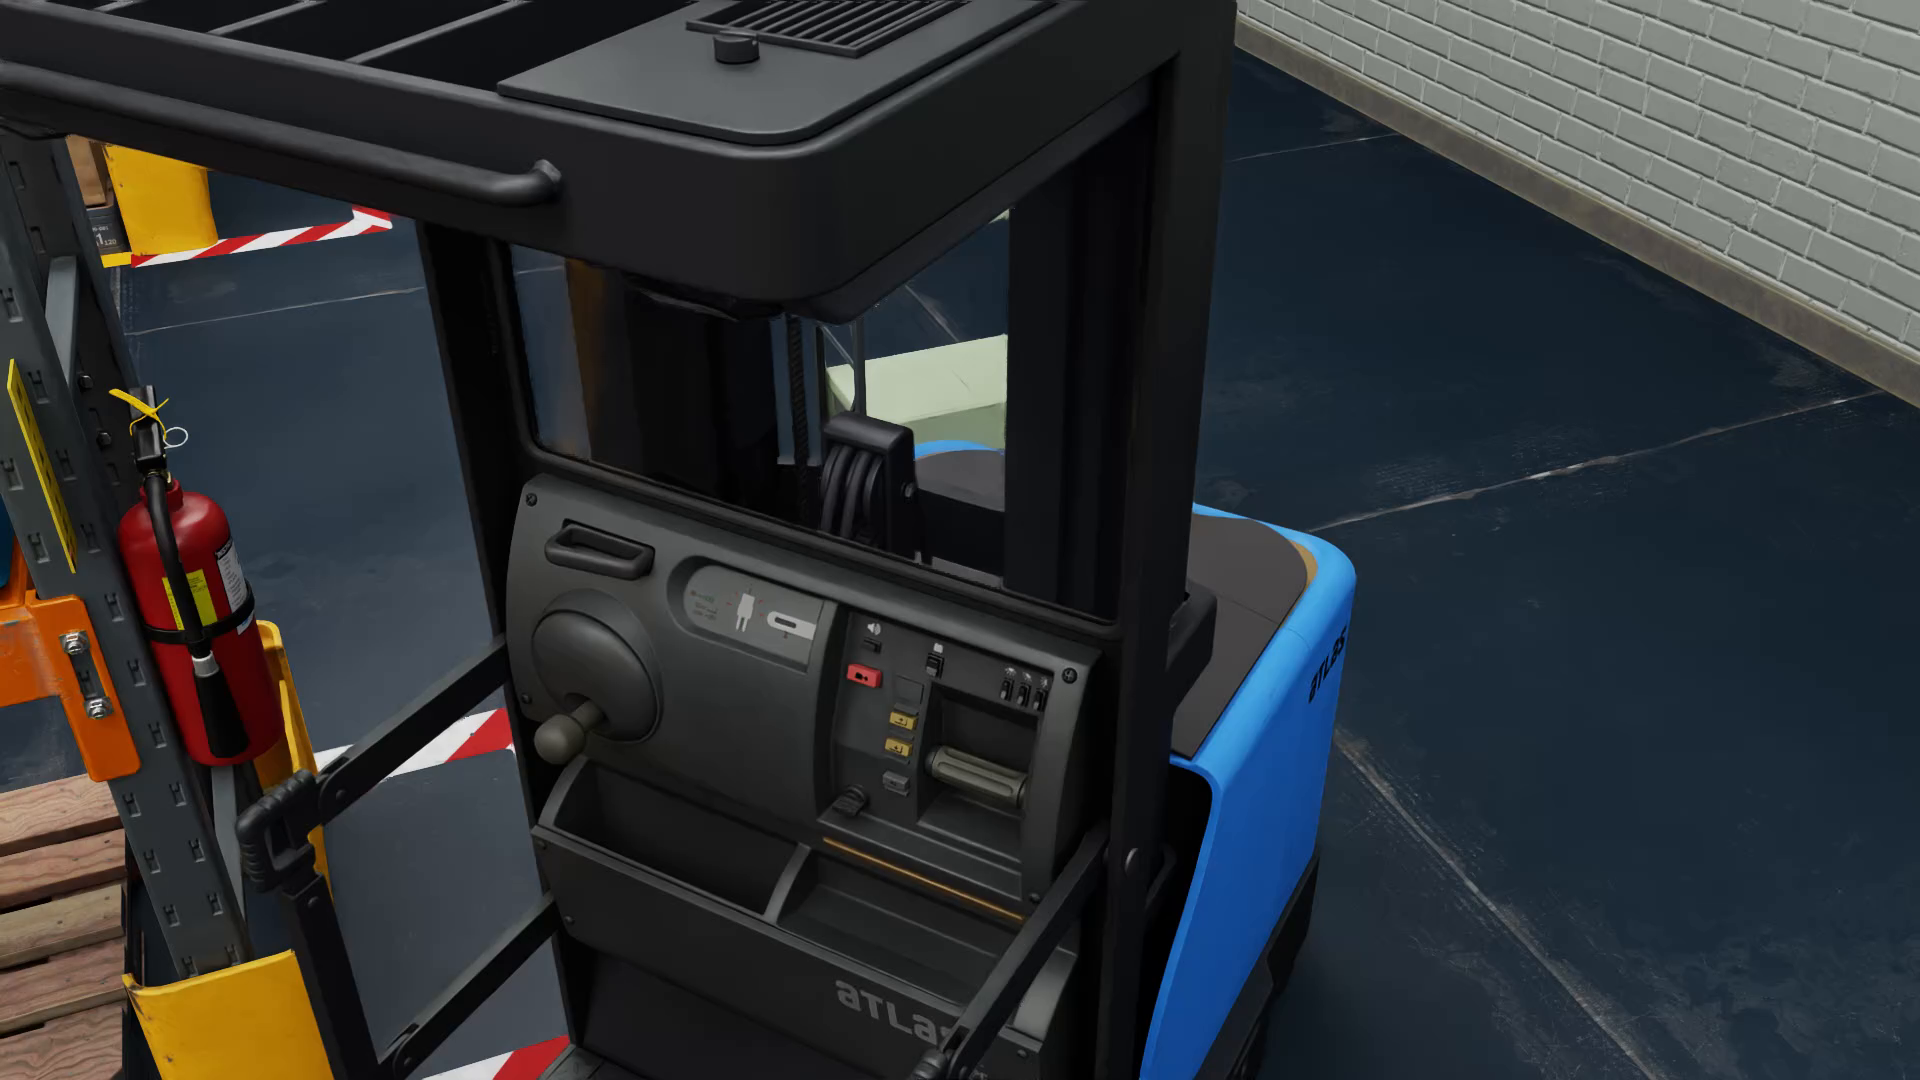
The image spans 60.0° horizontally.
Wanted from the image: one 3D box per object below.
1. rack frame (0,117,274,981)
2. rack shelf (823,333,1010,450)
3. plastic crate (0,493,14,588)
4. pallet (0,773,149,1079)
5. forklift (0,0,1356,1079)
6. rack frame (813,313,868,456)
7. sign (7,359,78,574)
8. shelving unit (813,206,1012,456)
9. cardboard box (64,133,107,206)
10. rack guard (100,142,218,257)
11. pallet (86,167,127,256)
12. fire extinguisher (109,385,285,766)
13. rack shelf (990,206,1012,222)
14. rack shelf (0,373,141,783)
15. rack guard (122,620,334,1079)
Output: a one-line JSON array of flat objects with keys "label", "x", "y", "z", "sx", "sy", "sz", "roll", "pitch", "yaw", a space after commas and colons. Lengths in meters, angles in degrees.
[{"label": "rack frame", "x": -1.614, "y": -0.313, "z": 2.981, "sx": 0.127, "sy": 3.000, "sz": 1.000, "roll": -13, "pitch": 35, "yaw": -19}, {"label": "rack shelf", "x": -0.006, "y": -0.354, "z": 5.017, "sx": 0.720, "sy": 0.370, "sz": 0.431, "roll": -13, "pitch": 35, "yaw": -19}, {"label": "plastic crate", "x": -1.850, "y": -0.188, "z": 2.702, "sx": 0.499, "sy": 0.435, "sz": 0.616, "roll": -13, "pitch": 35, "yaw": -19}, {"label": "pallet", "x": -2.389, "y": 1.010, "z": 3.503, "sx": 1.213, "sy": 0.211, "sz": 1.003, "roll": -13, "pitch": 35, "yaw": -19}, {"label": "forklift", "x": -0.359, "y": 0.258, "z": 2.166, "sx": 1.130, "sy": 2.935, "sz": 3.031, "roll": 17, "pitch": 37, "yaw": 24}, {"label": "rack frame", "x": -0.344, "y": -0.550, "z": 4.720, "sx": 0.023, "sy": 1.500, "sz": 0.400, "roll": -13, "pitch": 35, "yaw": -19}, {"label": "sign", "x": -1.386, "y": -0.108, "z": 2.516, "sx": 0.005, "sy": 0.325, "sz": 0.100, "roll": -13, "pitch": 35, "yaw": -19}, {"label": "shelving unit", "x": -0.006, "y": -0.627, "z": 4.839, "sx": 0.755, "sy": 1.500, "sz": 0.431, "roll": -13, "pitch": 35, "yaw": -19}, {"label": "cardboard box", "x": -3.934, "y": -1.703, "z": 7.005, "sx": 0.500, "sy": 0.500, "sz": 0.500, "roll": -13, "pitch": 35, "yaw": -19}, {"label": "rack guard", "x": -3.598, "y": -1.741, "z": 7.467, "sx": 0.348, "sy": 0.500, "sz": 1.175, "roll": -13, "pitch": 35, "yaw": -19}, {"label": "pallet", "x": -4.333, "y": -1.451, "z": 7.286, "sx": 1.213, "sy": 0.211, "sz": 1.003, "roll": -13, "pitch": 35, "yaw": -19}, {"label": "fire extinguisher", "x": -1.299, "y": 0.072, "z": 2.801, "sx": 0.183, "sy": 0.674, "sz": 0.296, "roll": -13, "pitch": 35, "yaw": -19}, {"label": "rack shelf", "x": -0.006, "y": -0.954, "z": 4.626, "sx": 0.720, "sy": 0.370, "sz": 0.431, "roll": -13, "pitch": 35, "yaw": -19}, {"label": "rack shelf", "x": -3.458, "y": 0.411, "z": 2.528, "sx": 4.000, "sy": 0.370, "sz": 1.077, "roll": -13, "pitch": 35, "yaw": -19}, {"label": "rack guard", "x": -1.597, "y": 0.723, "z": 3.680, "sx": 0.348, "sy": 0.500, "sz": 1.175, "roll": -13, "pitch": 35, "yaw": -19}]
